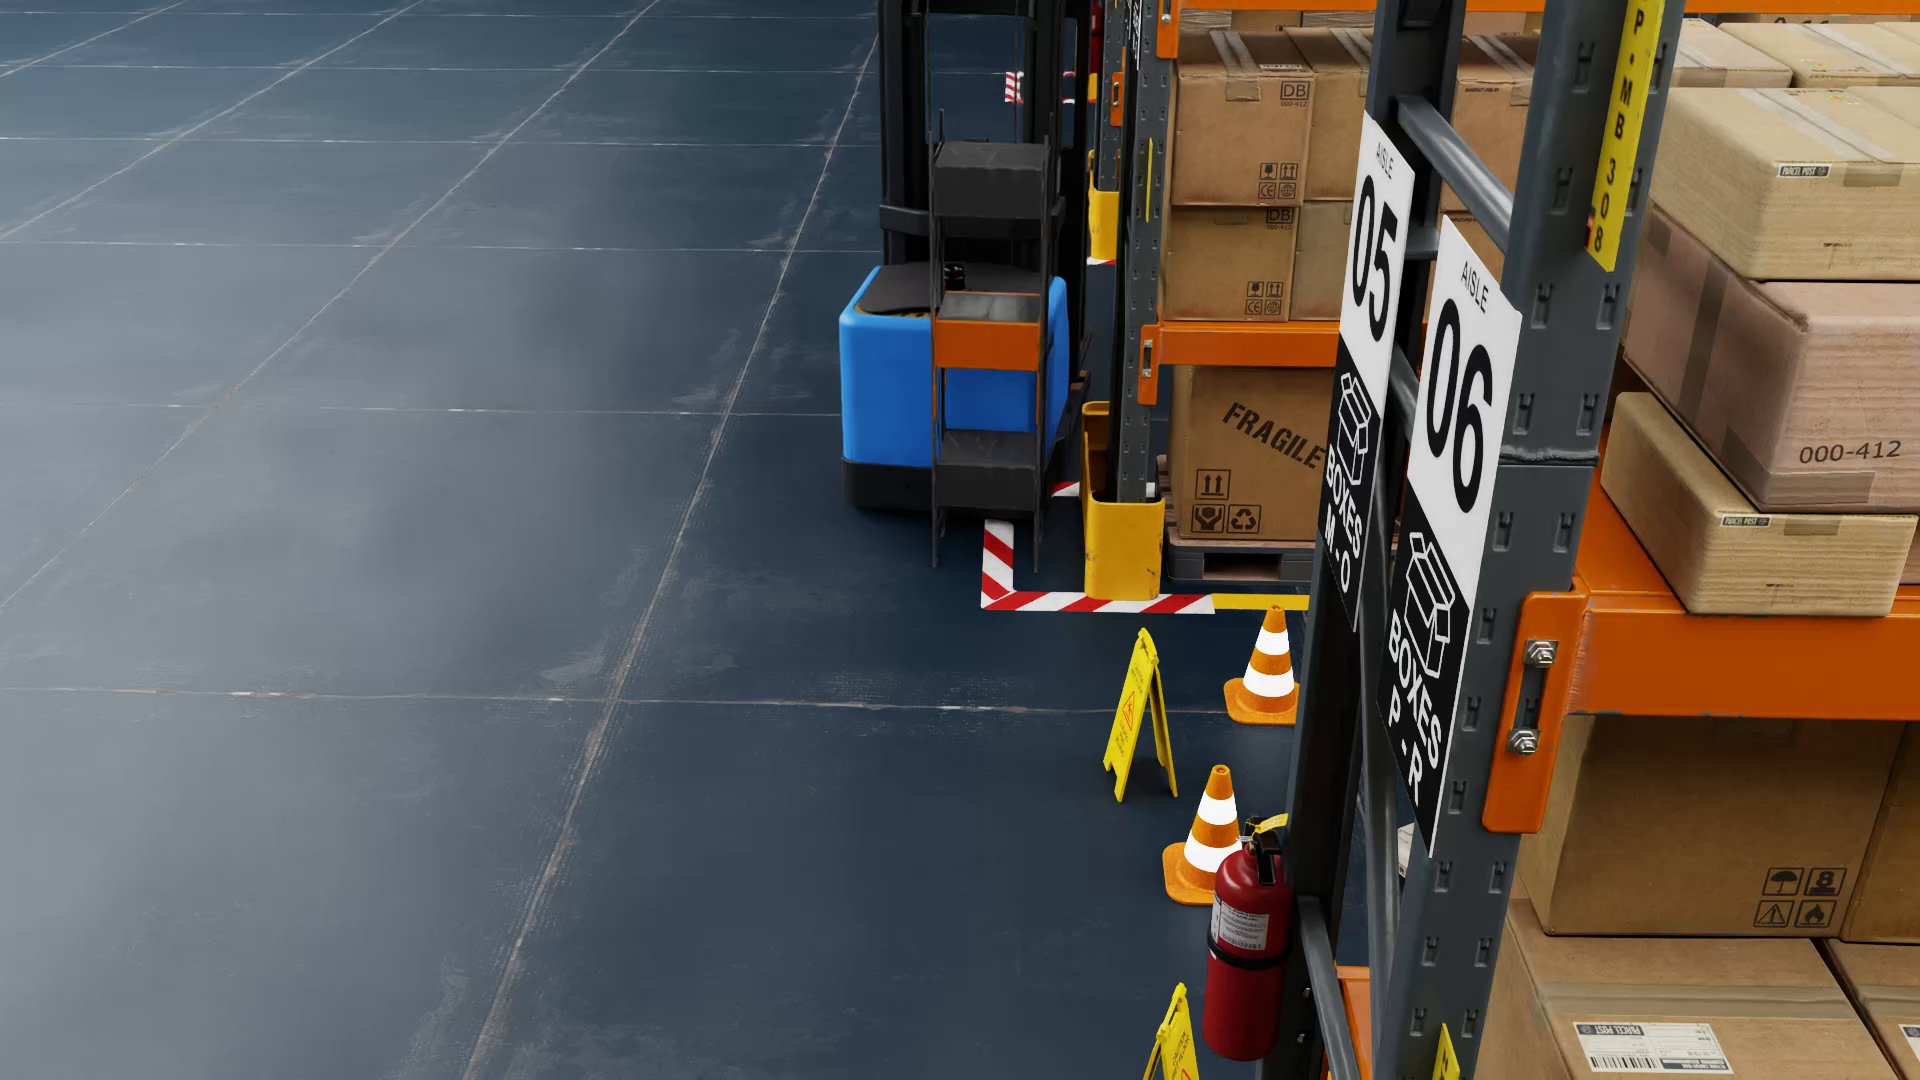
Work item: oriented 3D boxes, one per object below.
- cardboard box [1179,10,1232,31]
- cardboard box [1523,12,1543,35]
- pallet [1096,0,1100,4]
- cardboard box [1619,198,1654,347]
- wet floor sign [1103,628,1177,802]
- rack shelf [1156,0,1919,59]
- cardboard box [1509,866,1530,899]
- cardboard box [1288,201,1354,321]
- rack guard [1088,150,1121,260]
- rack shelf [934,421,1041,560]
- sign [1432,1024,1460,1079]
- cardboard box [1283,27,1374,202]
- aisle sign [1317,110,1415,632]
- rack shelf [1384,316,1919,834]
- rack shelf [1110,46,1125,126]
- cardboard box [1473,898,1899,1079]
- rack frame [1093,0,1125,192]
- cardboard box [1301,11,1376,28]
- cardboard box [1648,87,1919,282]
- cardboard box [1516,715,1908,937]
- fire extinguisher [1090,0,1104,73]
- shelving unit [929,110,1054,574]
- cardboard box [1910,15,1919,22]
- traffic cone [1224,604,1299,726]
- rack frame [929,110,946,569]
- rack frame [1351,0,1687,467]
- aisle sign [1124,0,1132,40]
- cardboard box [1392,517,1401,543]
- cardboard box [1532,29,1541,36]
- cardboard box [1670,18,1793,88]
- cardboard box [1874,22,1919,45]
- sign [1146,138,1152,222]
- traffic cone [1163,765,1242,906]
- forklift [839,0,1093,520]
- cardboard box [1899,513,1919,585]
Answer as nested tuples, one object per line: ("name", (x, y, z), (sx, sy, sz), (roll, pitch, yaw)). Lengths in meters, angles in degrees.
("cardboard box", (1.625, -3.791, 11.774), (0.500, 0.500, 0.875), (1, 28, 2))
("cardboard box", (4.128, -3.808, 11.806), (0.500, 0.500, 0.875), (1, 28, 2))
("pallet", (2.196, -7.049, 21.322), (1.213, 0.211, 1.003), (1, 28, 2))
("cardboard box", (1.248, -0.507, 2.643), (0.500, 0.250, 0.500), (1, 28, 1))
("wet floor sign", (0.702, 0.649, 6.336), (0.232, 0.644, 0.267), (-4, 28, -7))
("rack shelf", (2.799, -2.292, 6.936), (4.000, 0.370, 1.077), (1, 28, 2))
("cardboard box", (1.279, 0.706, 3.292), (0.500, 0.500, 0.500), (0, 28, 1))
("cardboard box", (1.724, -1.400, 7.528), (0.550, 0.550, 0.875), (1, 28, 2))
("rack guard", (1.153, -2.532, 12.492), (0.348, 0.500, 1.175), (1, 28, 2))
("rack shelf", (0.141, -0.241, 7.987), (0.480, 0.518, 0.431), (3, 28, 6))
("sign", (0.708, 0.873, 2.477), (0.005, 0.325, 0.100), (1, 28, 2))
("cardboard box", (1.723, -1.871, 7.263), (0.550, 0.550, 0.875), (1, 28, 2))
("aisle sign", (0.675, -0.284, 2.808), (0.004, 0.787, 0.394), (1, 28, 2))
("rack shelf", (2.726, 0.027, 2.562), (4.000, 0.370, 1.077), (1, 28, 2))
("rack shelf", (3.076, -3.286, 12.015), (4.000, 0.370, 1.077), (1, 28, 2))
("cardboard box", (1.191, 0.963, 2.806), (0.500, 0.500, 0.500), (1, 28, 1))
("rack frame", (1.077, -3.637, 11.909), (0.127, 3.000, 1.000), (1, 28, 2))
("cardboard box", (2.628, -3.810, 11.811), (0.500, 0.500, 0.875), (1, 28, 2))
("cardboard box", (1.075, -0.464, 2.137), (0.250, 0.149, 0.380), (1, 28, 1))
("cardboard box", (1.245, 0.290, 3.008), (0.500, 0.500, 0.700), (0, 28, 1))
("fire extinguisher", (0.979, -3.821, 12.337), (0.183, 0.674, 0.296), (1, 28, 2))
("shelving unit", (0.141, -0.872, 7.652), (0.503, 2.100, 0.431), (3, 28, 6))
("cardboard box", (6.810, -3.817, 11.689), (0.637, 0.503, 0.797), (4, 28, 7))
("traffic cone", (1.281, 0.477, 6.856), (0.334, 0.463, 0.336), (1, 28, 2))
("rack frame", (-0.102, -0.884, 7.676), (0.015, 2.100, 0.400), (3, 28, 6))
("rack frame", (0.727, -1.649, 1.753), (0.127, 3.000, 1.000), (1, 28, 2))
("aisle sign", (0.740, -2.607, 7.191), (0.004, 0.787, 0.394), (1, 28, 2))
("cardboard box", (2.360, -0.570, 7.943), (0.875, 0.875, 0.875), (1, 28, 1))
("cardboard box", (2.812, -1.850, 7.224), (0.500, 0.550, 0.875), (1, 28, 2))
("cardboard box", (1.075, -0.698, 2.578), (0.250, 0.149, 0.380), (1, 28, 2))
("cardboard box", (1.587, -0.680, 2.544), (0.250, 0.149, 0.380), (1, 28, 1))
("sign", (0.775, -1.475, 6.821), (0.005, 0.325, 0.100), (1, 28, 2))
("traffic cone", (0.902, 1.000, 5.869), (0.334, 0.463, 0.336), (1, 28, 2))
("forklift", (0.170, -2.066, 9.017), (1.130, 2.935, 3.031), (5, 28, 9))
("cardboard box", (1.313, -0.093, 2.288), (0.250, 0.149, 0.380), (0, 28, 0))
